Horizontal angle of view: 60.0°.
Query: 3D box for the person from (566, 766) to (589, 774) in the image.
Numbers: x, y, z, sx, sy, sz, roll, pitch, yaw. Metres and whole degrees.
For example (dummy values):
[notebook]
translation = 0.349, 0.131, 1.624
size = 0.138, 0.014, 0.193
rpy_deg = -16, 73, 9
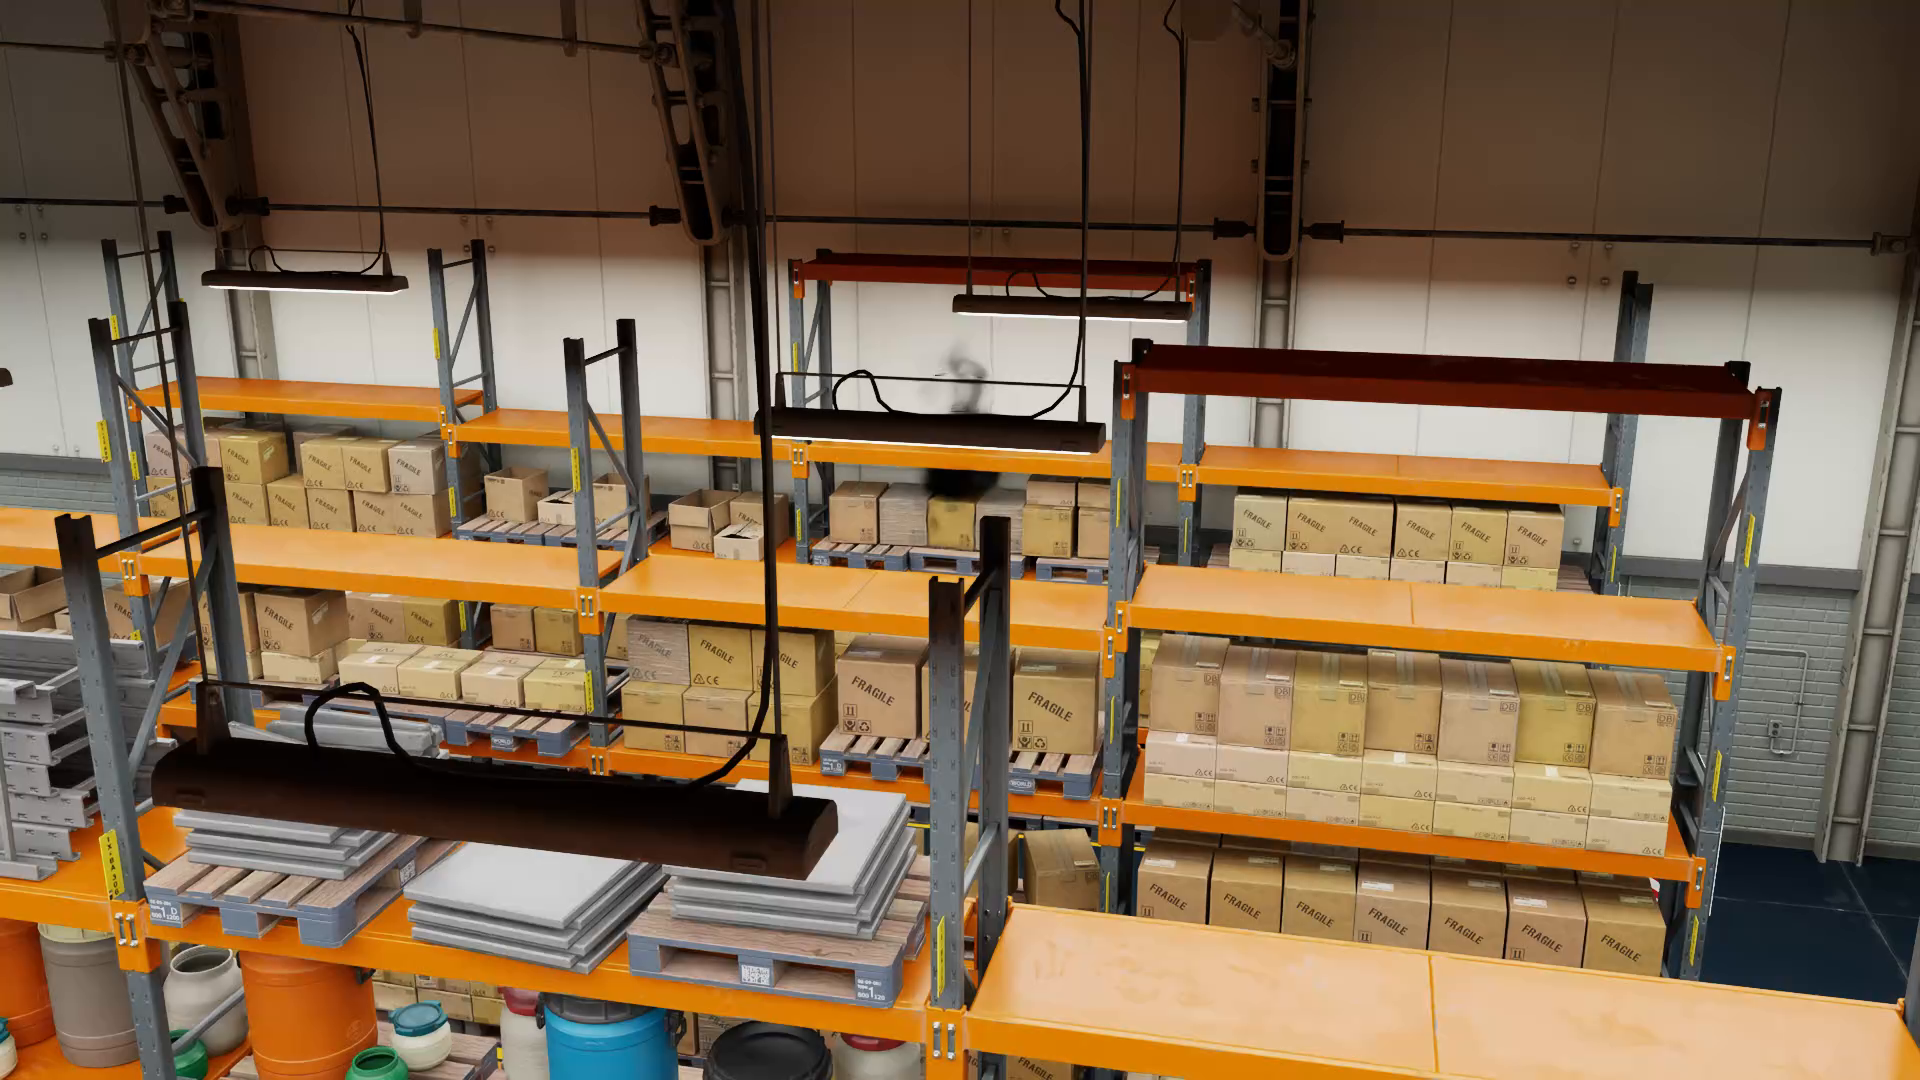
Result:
[person]
translation = -3.648, 2.846, 15.715
size = 0.571, 1.633, 0.550
rpy_deg = 3, 17, 11
